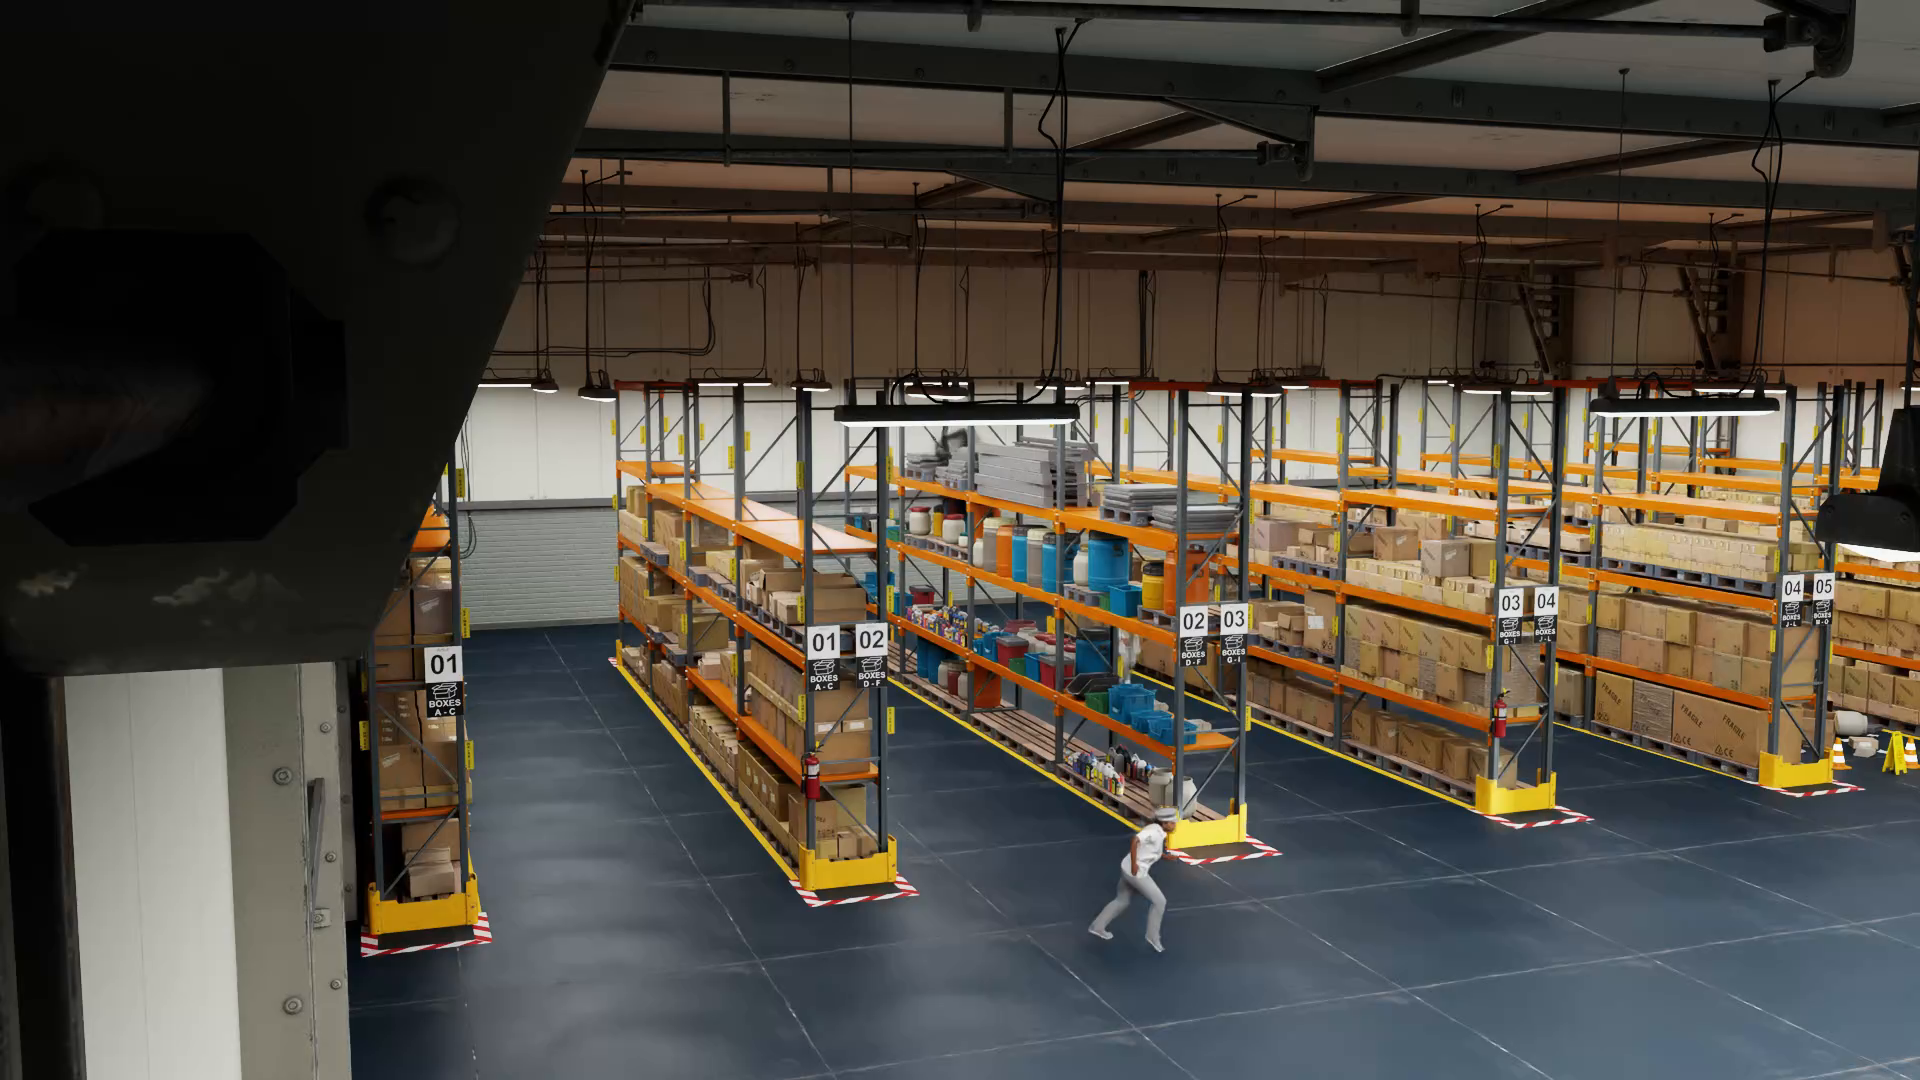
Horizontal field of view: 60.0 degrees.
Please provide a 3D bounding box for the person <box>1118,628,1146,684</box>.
[{"bbox_3d":[3.201,1.941,31.252,0.728,1.631,0.837,-1,6,-12],"label":"person"}]

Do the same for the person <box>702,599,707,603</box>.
[{"bbox_3d":[-5.420,1.693,35.944,0.571,1.745,0.831,-4,7,-33],"label":"person"}]

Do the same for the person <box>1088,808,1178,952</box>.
[{"bbox_3d":[1.869,3.686,17.991,0.966,1.615,0.617,1,6,9],"label":"person"}]
